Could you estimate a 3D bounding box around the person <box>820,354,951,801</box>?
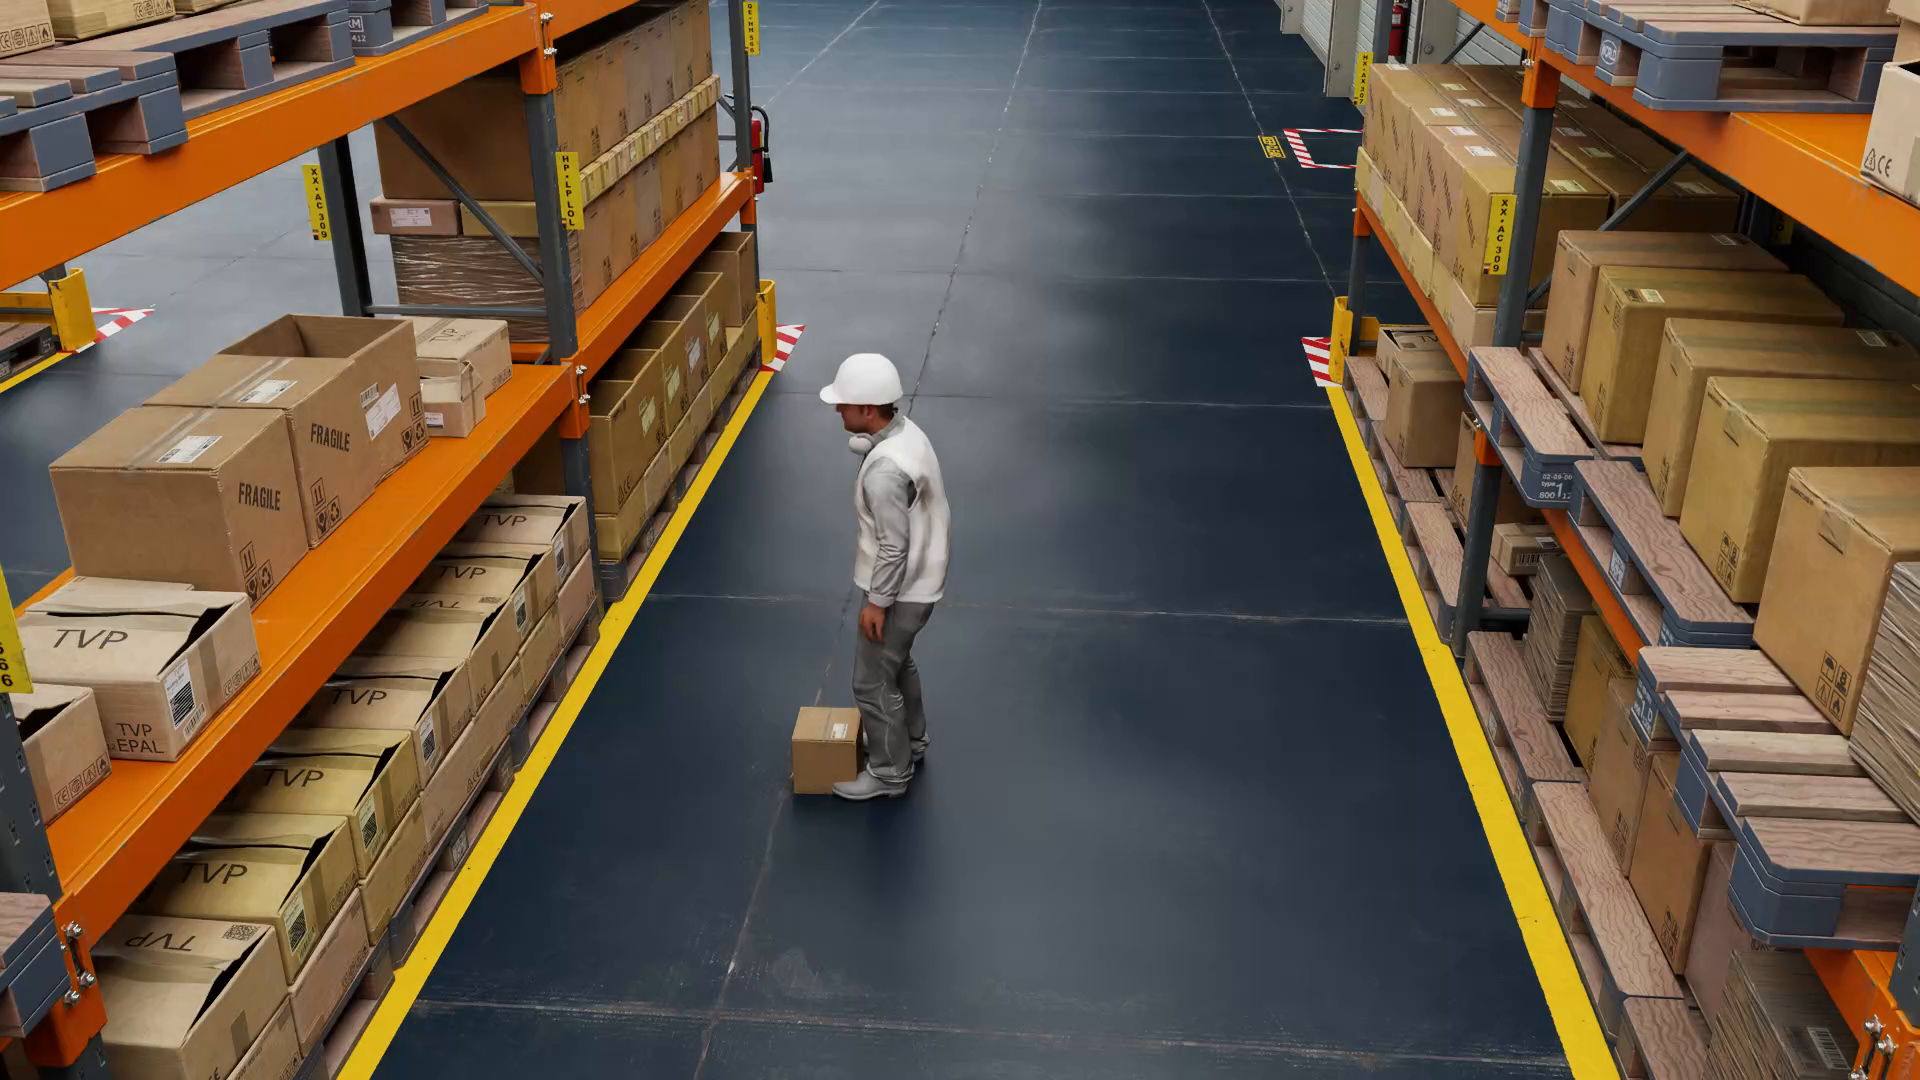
[{"bbox_3d":[-0.266,0.145,6.252,0.465,1.771,0.582,2,24,4],"label":"person"}]
